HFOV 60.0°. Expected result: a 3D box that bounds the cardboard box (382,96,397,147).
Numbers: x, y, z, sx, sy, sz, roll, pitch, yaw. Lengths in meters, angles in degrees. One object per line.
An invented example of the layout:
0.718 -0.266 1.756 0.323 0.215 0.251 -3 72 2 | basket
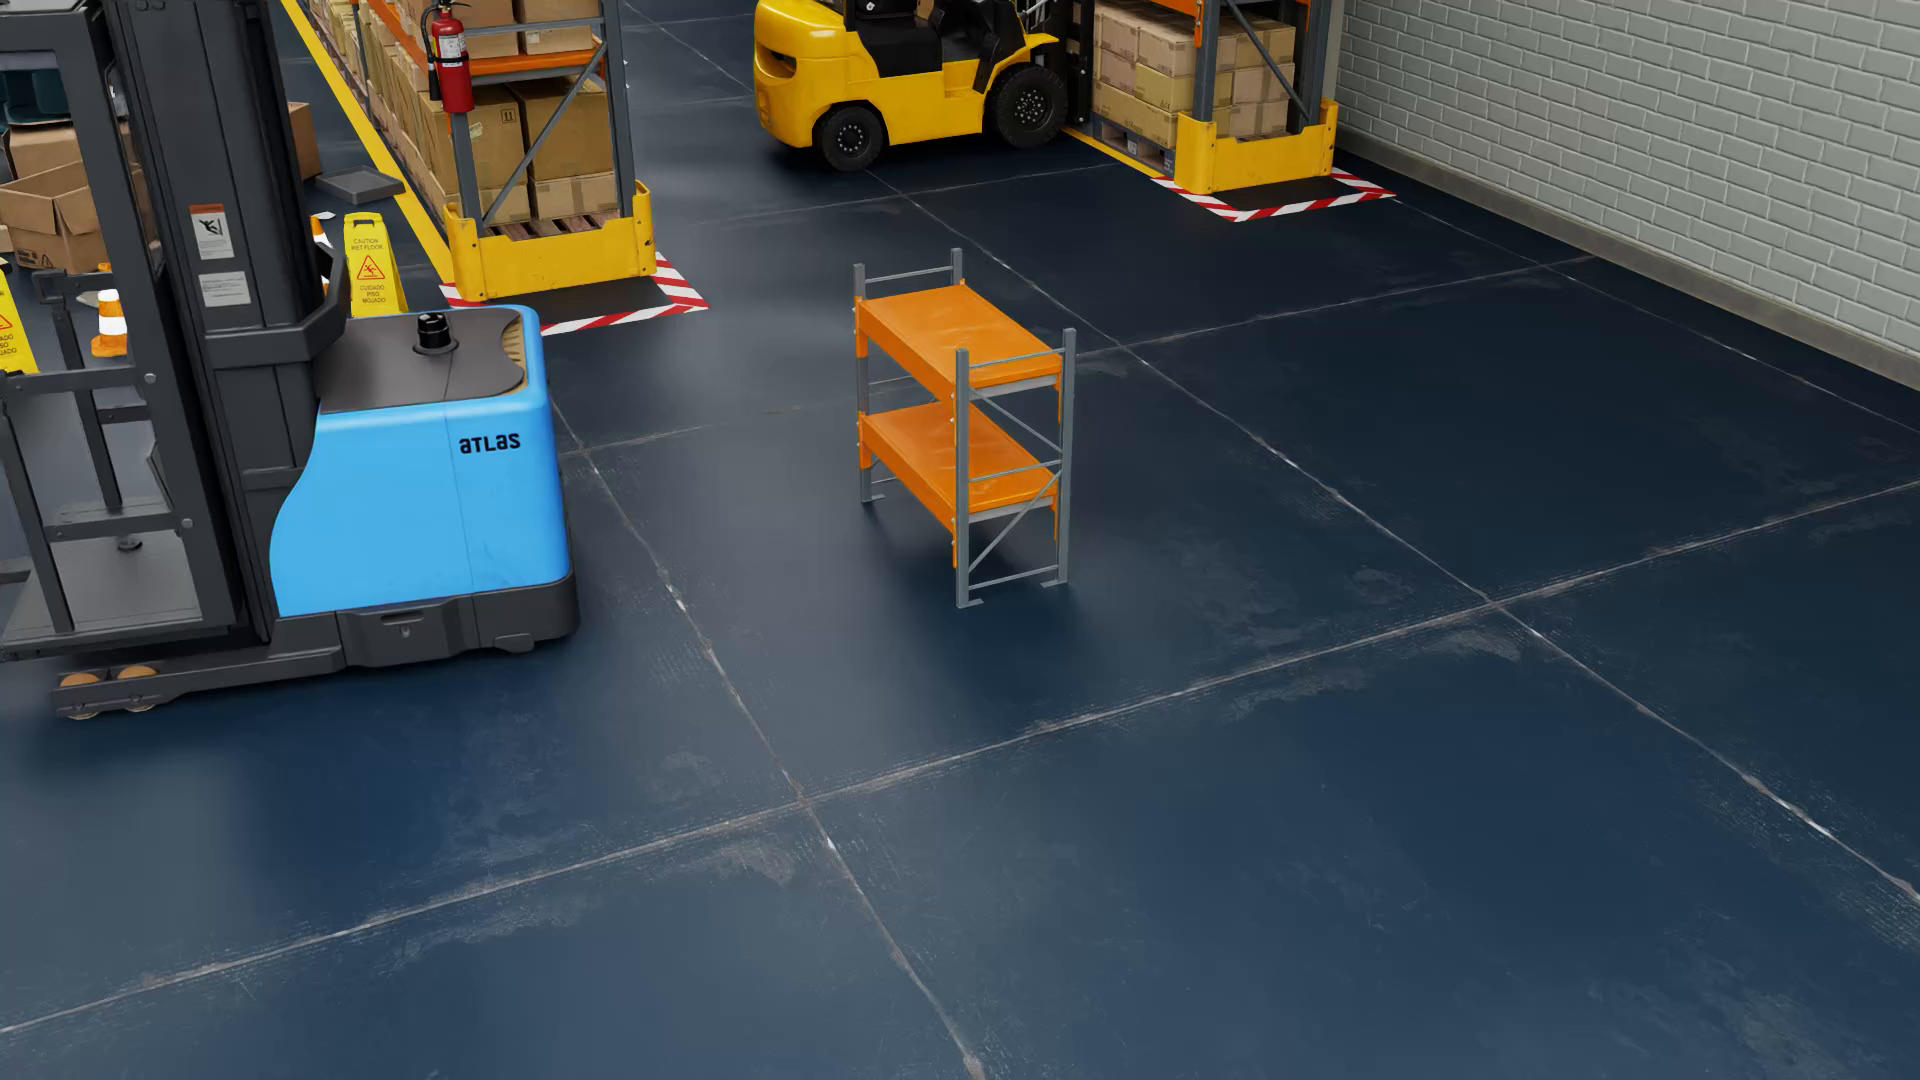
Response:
-3.871 -3.055 12.013 0.500 0.250 0.500 -11 31 -19 | cardboard box

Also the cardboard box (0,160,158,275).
-5.443 -2.011 10.321 0.637 0.503 0.797 13 32 21 | cardboard box

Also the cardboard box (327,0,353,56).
-4.958 -4.514 14.490 0.950 0.372 0.625 -12 31 -20 | cardboard box

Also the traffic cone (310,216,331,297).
-3.752 -1.668 9.751 0.336 0.463 0.334 -13 32 -22 | traffic cone

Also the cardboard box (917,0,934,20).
0.128 -5.041 15.172 0.875 0.625 0.625 -12 31 -20 | cardboard box

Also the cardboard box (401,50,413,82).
-3.305 -3.008 10.499 0.380 0.149 0.250 -13 32 -21 | cardboard box

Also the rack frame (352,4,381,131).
-4.119 -4.622 12.426 1.000 3.000 0.127 -13 32 -22 | rack frame

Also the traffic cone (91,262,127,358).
-4.608 -1.284 9.068 0.336 0.463 0.334 -13 32 -22 | traffic cone

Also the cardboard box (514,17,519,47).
-2.482 -3.048 9.875 0.380 0.149 0.250 -13 32 -21 | cardboard box

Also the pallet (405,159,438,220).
-3.271 -2.577 11.630 1.003 0.211 1.213 -13 32 -22 | pallet

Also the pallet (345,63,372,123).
-4.455 -3.749 13.721 1.003 0.211 1.213 -13 32 -22 | pallet

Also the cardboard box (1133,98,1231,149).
1.592 -3.024 11.958 0.500 0.250 0.500 -13 32 -22 | cardboard box

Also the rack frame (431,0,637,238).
-2.402 -2.855 9.275 1.000 3.000 0.127 -13 32 -22 | rack frame

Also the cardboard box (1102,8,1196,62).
1.375 -3.681 12.108 0.500 0.250 0.500 -12 32 -21 | cardboard box

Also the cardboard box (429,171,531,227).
-3.002 -2.150 10.400 0.500 0.250 0.500 -13 32 -22 | cardboard box

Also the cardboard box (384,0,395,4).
-3.600 -3.634 10.920 0.380 0.149 0.250 -13 32 -22 | cardboard box

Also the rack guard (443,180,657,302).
-2.435 -1.798 9.946 1.175 0.500 0.348 -13 32 -22 | rack guard

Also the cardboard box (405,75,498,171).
-3.209 -2.695 10.605 0.500 0.500 0.500 -12 31 -20 | cardboard box

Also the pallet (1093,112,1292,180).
1.713 -3.012 12.405 1.003 0.211 1.213 -13 32 -22 | pallet

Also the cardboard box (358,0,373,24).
-4.110 -3.831 11.967 0.380 0.149 0.250 -13 32 -21 | cardboard box

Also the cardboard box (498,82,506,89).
-2.738 -2.821 10.829 0.500 0.500 0.500 -14 32 -24 | cardboard box

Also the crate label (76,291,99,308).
-5.002 -1.477 9.743 0.298 0.136 0.250 19 34 30 | crate label

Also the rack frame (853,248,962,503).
-0.221 -0.718 7.381 0.500 1.125 0.032 -13 32 -22 | rack frame

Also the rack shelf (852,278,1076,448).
-0.003 -0.749 6.837 0.538 0.278 1.000 -13 32 -22 | rack shelf

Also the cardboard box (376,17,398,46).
-3.770 -3.486 11.352 0.380 0.149 0.250 -11 31 -19 | cardboard box

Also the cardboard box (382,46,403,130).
-3.648 -3.152 11.420 0.500 0.500 0.500 -11 31 -19 | cardboard box

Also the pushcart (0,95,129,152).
-6.157 -2.978 12.174 0.936 0.377 1.648 26 38 38 | pushcart

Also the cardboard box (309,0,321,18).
-5.603 -5.174 15.668 0.950 0.372 0.625 -15 33 -25 | cardboard box

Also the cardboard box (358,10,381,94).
-4.110 -3.616 12.246 0.500 0.500 0.500 -12 31 -20 | cardboard box

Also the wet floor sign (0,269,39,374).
-5.029 -1.147 8.636 0.267 0.644 0.232 -19 35 -30 | wet floor sign

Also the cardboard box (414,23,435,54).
-2.965 -2.954 9.709 0.380 0.149 0.250 -13 32 -23 | cardboard box

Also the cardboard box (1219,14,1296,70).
2.044 -3.571 11.911 0.500 0.250 0.500 -14 32 -23 | cardboard box

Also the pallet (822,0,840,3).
-1.037 -5.845 17.457 1.003 0.211 1.213 -13 32 -22 | pallet

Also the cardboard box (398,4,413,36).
-3.193 -3.180 10.110 0.380 0.149 0.250 -13 32 -21 | cardboard box

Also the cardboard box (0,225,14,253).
-6.145 -1.973 10.497 0.396 0.266 0.258 -8 30 -13 | cardboard box

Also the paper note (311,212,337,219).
-4.247 -2.166 11.081 0.148 0.019 0.142 26 38 38 | paper note

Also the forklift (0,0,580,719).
-3.064 -0.909 5.874 3.031 2.935 1.130 -7 30 -13 | forklift

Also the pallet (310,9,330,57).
-5.502 -4.827 15.643 1.003 0.211 1.213 -13 32 -22 | pallet

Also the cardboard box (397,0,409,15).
-3.095 -3.433 9.898 0.500 0.500 0.500 -13 32 -22 | cardboard box

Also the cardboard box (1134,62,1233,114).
1.588 -3.250 11.850 0.500 0.250 0.500 -14 32 -23 | cardboard box

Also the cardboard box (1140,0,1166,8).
1.621 -4.014 12.701 0.500 0.250 0.500 -13 32 -22 | cardboard box

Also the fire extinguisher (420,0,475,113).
-2.769 -2.674 9.031 0.296 0.674 0.183 -13 32 -22 | fire extinguisher

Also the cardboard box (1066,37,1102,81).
1.142 -3.698 12.648 0.500 0.250 0.500 -14 32 -23 | cardboard box

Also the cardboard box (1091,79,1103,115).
1.181 -3.469 12.751 0.500 0.250 0.500 -13 32 -21 | cardboard box

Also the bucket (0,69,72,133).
-6.406 -3.197 11.678 0.726 0.611 0.620 -3 19 -5 | bucket

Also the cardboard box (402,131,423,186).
-3.437 -2.600 11.202 0.500 0.250 0.500 -14 32 -24 | cardboard box

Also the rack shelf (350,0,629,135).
-3.261 -3.425 11.026 1.077 0.370 4.000 -13 32 -22 | rack shelf

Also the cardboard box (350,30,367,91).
-4.347 -3.890 13.378 0.950 0.372 0.625 -13 32 -21 | cardboard box

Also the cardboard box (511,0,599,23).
-2.355 -3.296 9.655 0.500 0.500 0.500 -14 32 -23 | cardboard box

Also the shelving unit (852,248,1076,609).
-0.003 -0.494 6.980 0.538 1.125 1.048 -13 32 -22 | shelving unit
